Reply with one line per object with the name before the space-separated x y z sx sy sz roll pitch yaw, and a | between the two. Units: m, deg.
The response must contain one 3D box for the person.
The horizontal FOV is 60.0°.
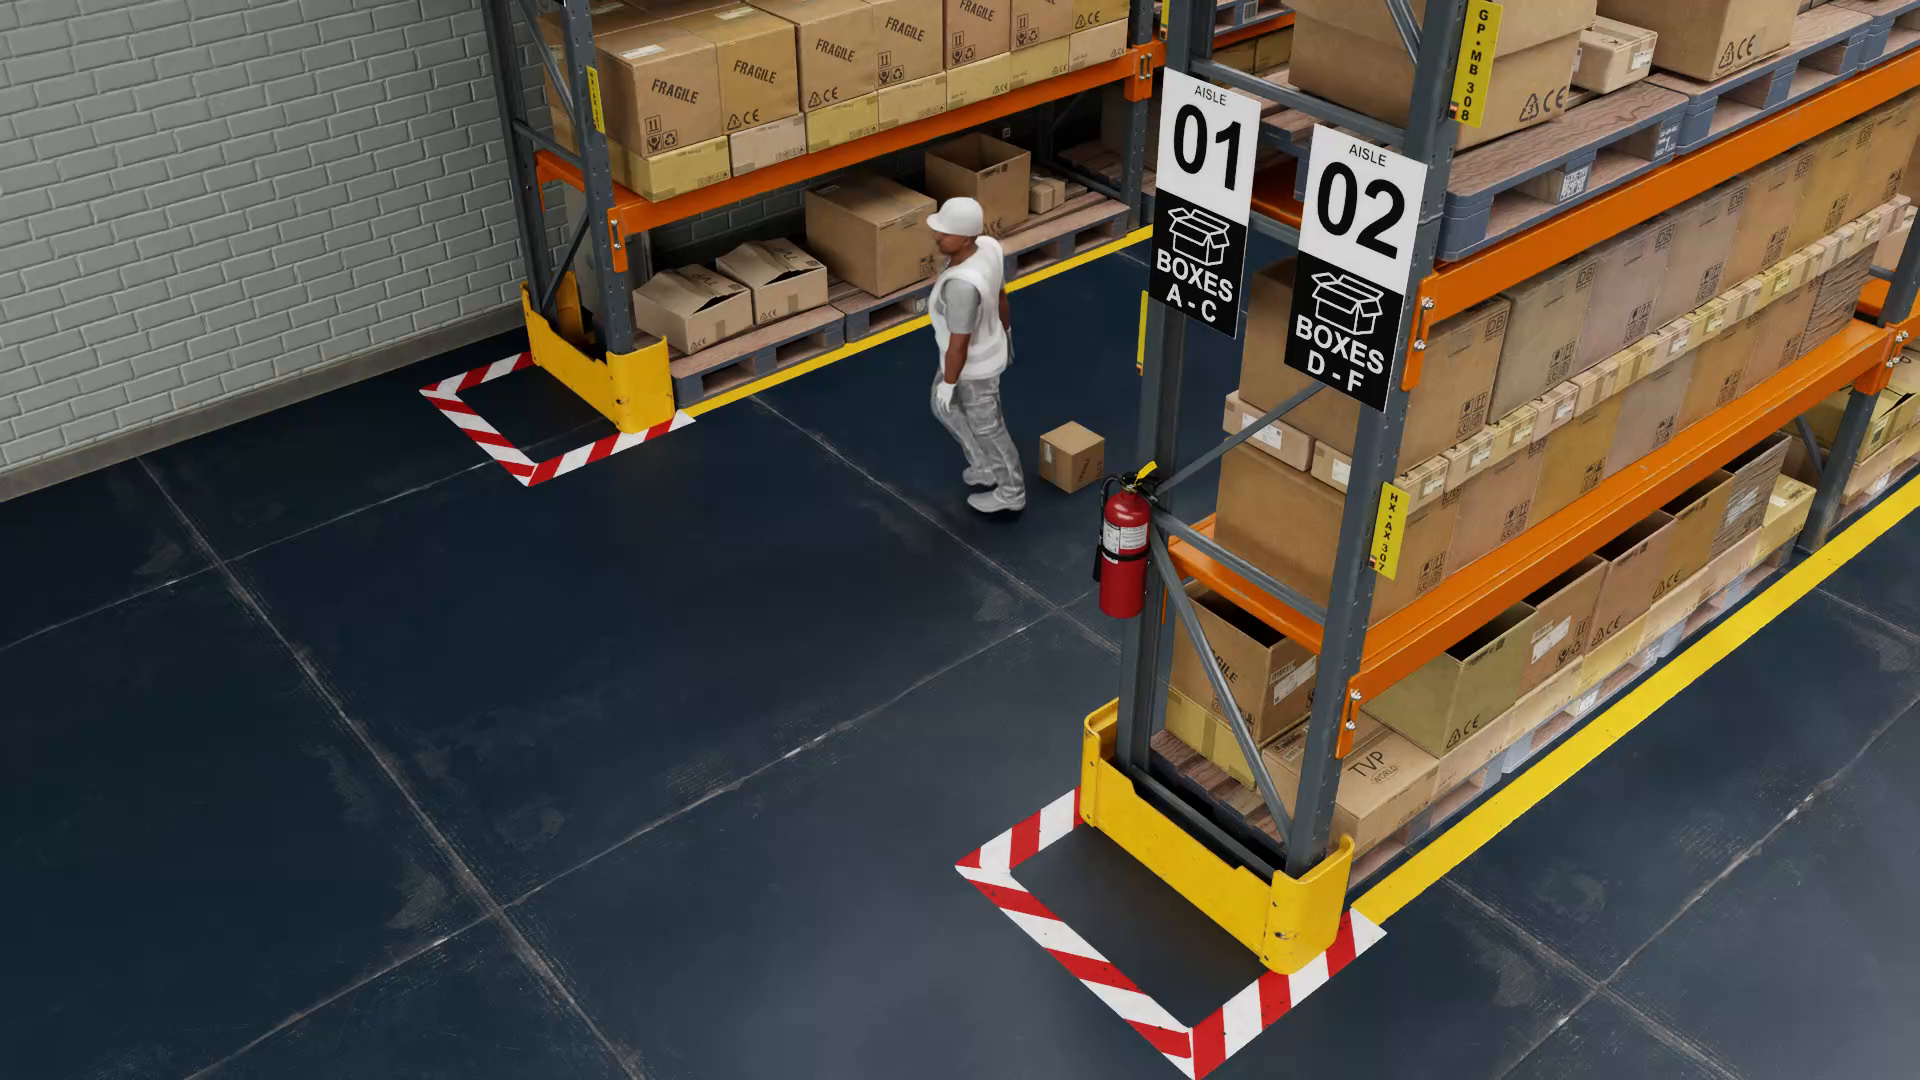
person | 0.084 -0.889 8.259 0.519 1.767 0.619 3 36 4
